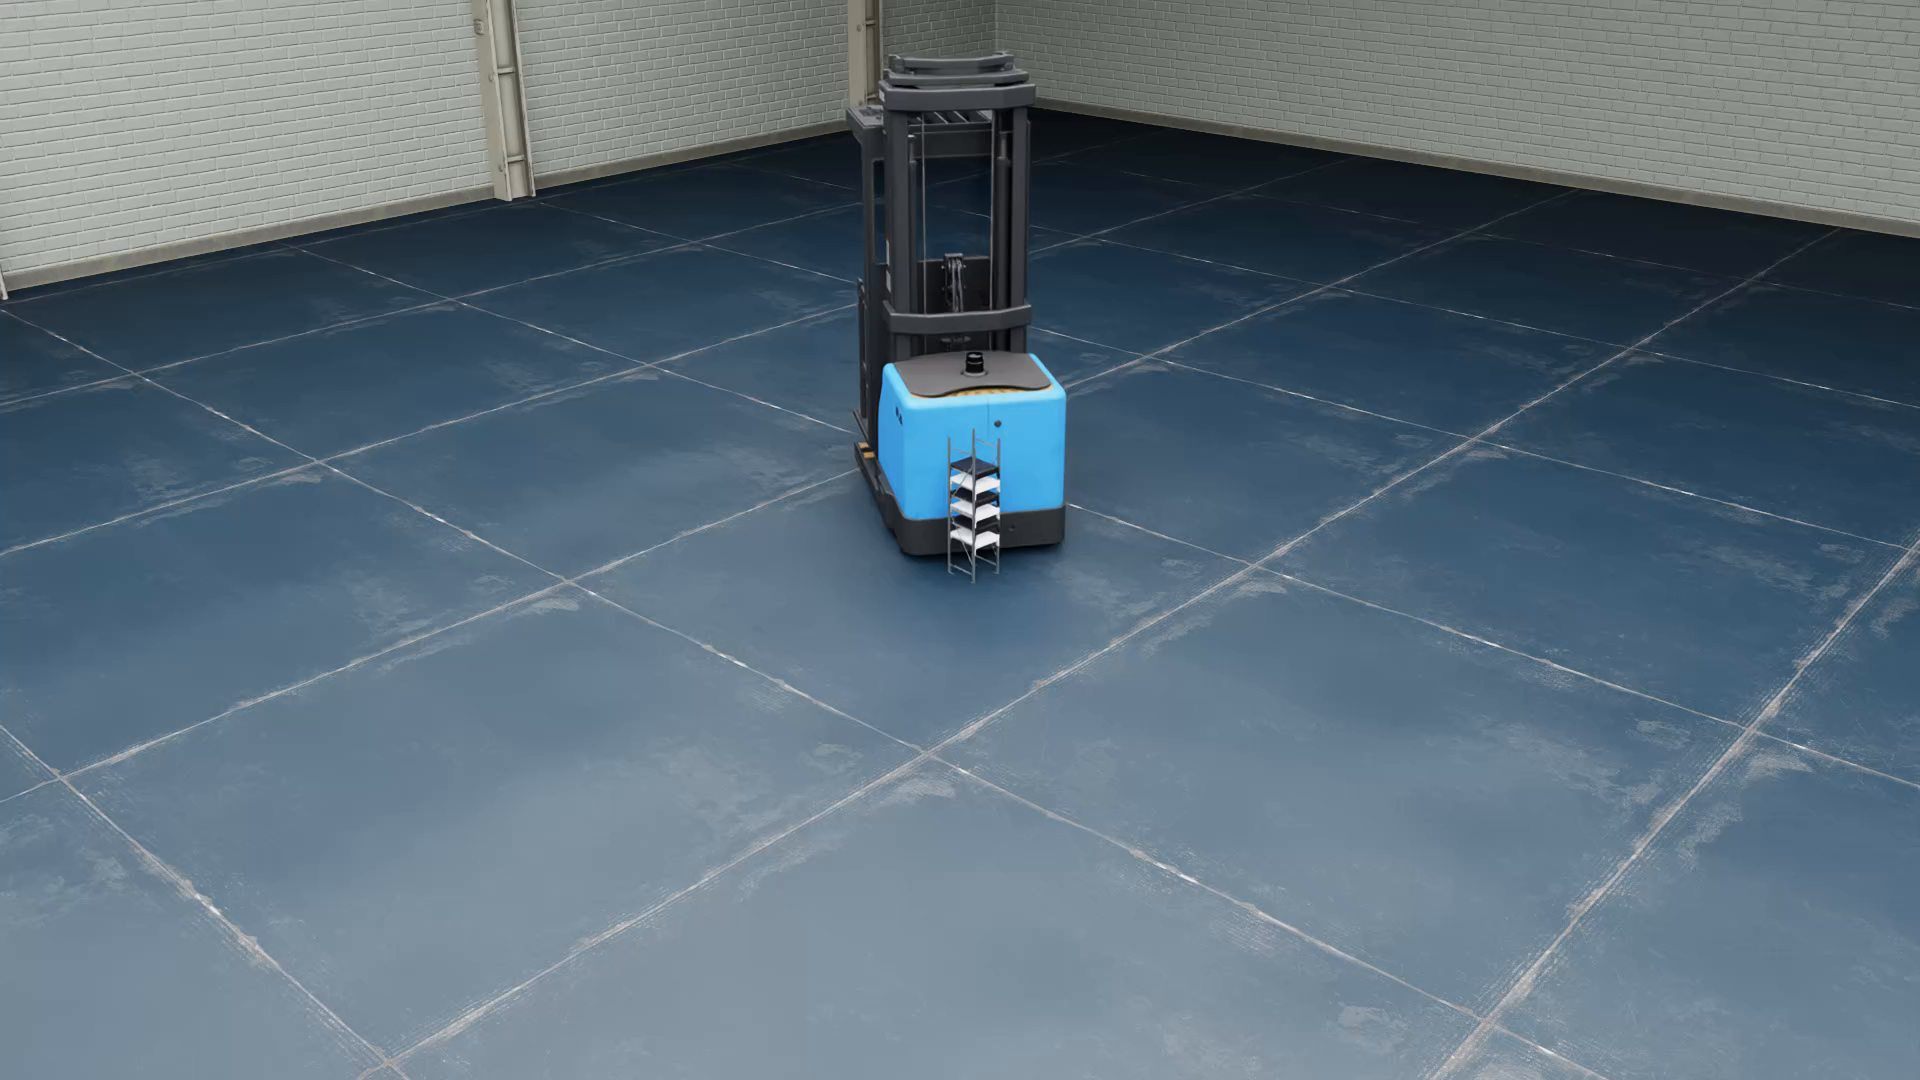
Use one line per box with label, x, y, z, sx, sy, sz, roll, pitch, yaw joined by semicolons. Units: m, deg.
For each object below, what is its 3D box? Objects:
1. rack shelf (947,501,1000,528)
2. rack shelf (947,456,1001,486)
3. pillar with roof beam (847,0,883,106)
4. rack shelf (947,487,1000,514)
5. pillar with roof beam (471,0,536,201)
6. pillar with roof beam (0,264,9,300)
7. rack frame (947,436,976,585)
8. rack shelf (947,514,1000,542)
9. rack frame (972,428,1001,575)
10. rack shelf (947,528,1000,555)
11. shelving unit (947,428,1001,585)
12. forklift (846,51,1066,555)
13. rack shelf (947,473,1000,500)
rack shelf;0.083;-0.172;10.114;0.200;0.077;0.258;-21;31;-38
rack shelf;0.083;-0.418;10.004;0.200;0.077;0.258;-21;31;-38
pillar with roof beam;1.873;-8.878;19.551;9.100;9.000;0.400;20;31;38
rack shelf;0.083;-0.254;10.077;0.200;0.077;0.258;-21;31;-38
pillar with roof beam;-2.132;-7.050;15.474;9.100;9.000;0.400;20;31;38
pillar with roof beam;-6.136;-5.222;11.397;9.100;9.000;0.400;20;31;38
rack frame;0.009;-0.174;10.037;0.006;0.900;0.240;-21;31;-38
rack shelf;0.083;-0.089;10.151;0.200;0.077;0.258;-21;31;-38
rack frame;0.158;-0.230;10.163;0.006;0.900;0.240;-21;31;-38
rack shelf;0.083;-0.007;10.188;0.200;0.077;0.258;-21;31;-38
shelving unit;0.083;-0.202;10.100;0.210;0.900;0.258;-21;31;-38
forklift;-0.142;-1.818;11.222;1.130;2.935;3.031;-5;25;-11
rack shelf;0.083;-0.336;10.040;0.200;0.077;0.258;-21;31;-38
